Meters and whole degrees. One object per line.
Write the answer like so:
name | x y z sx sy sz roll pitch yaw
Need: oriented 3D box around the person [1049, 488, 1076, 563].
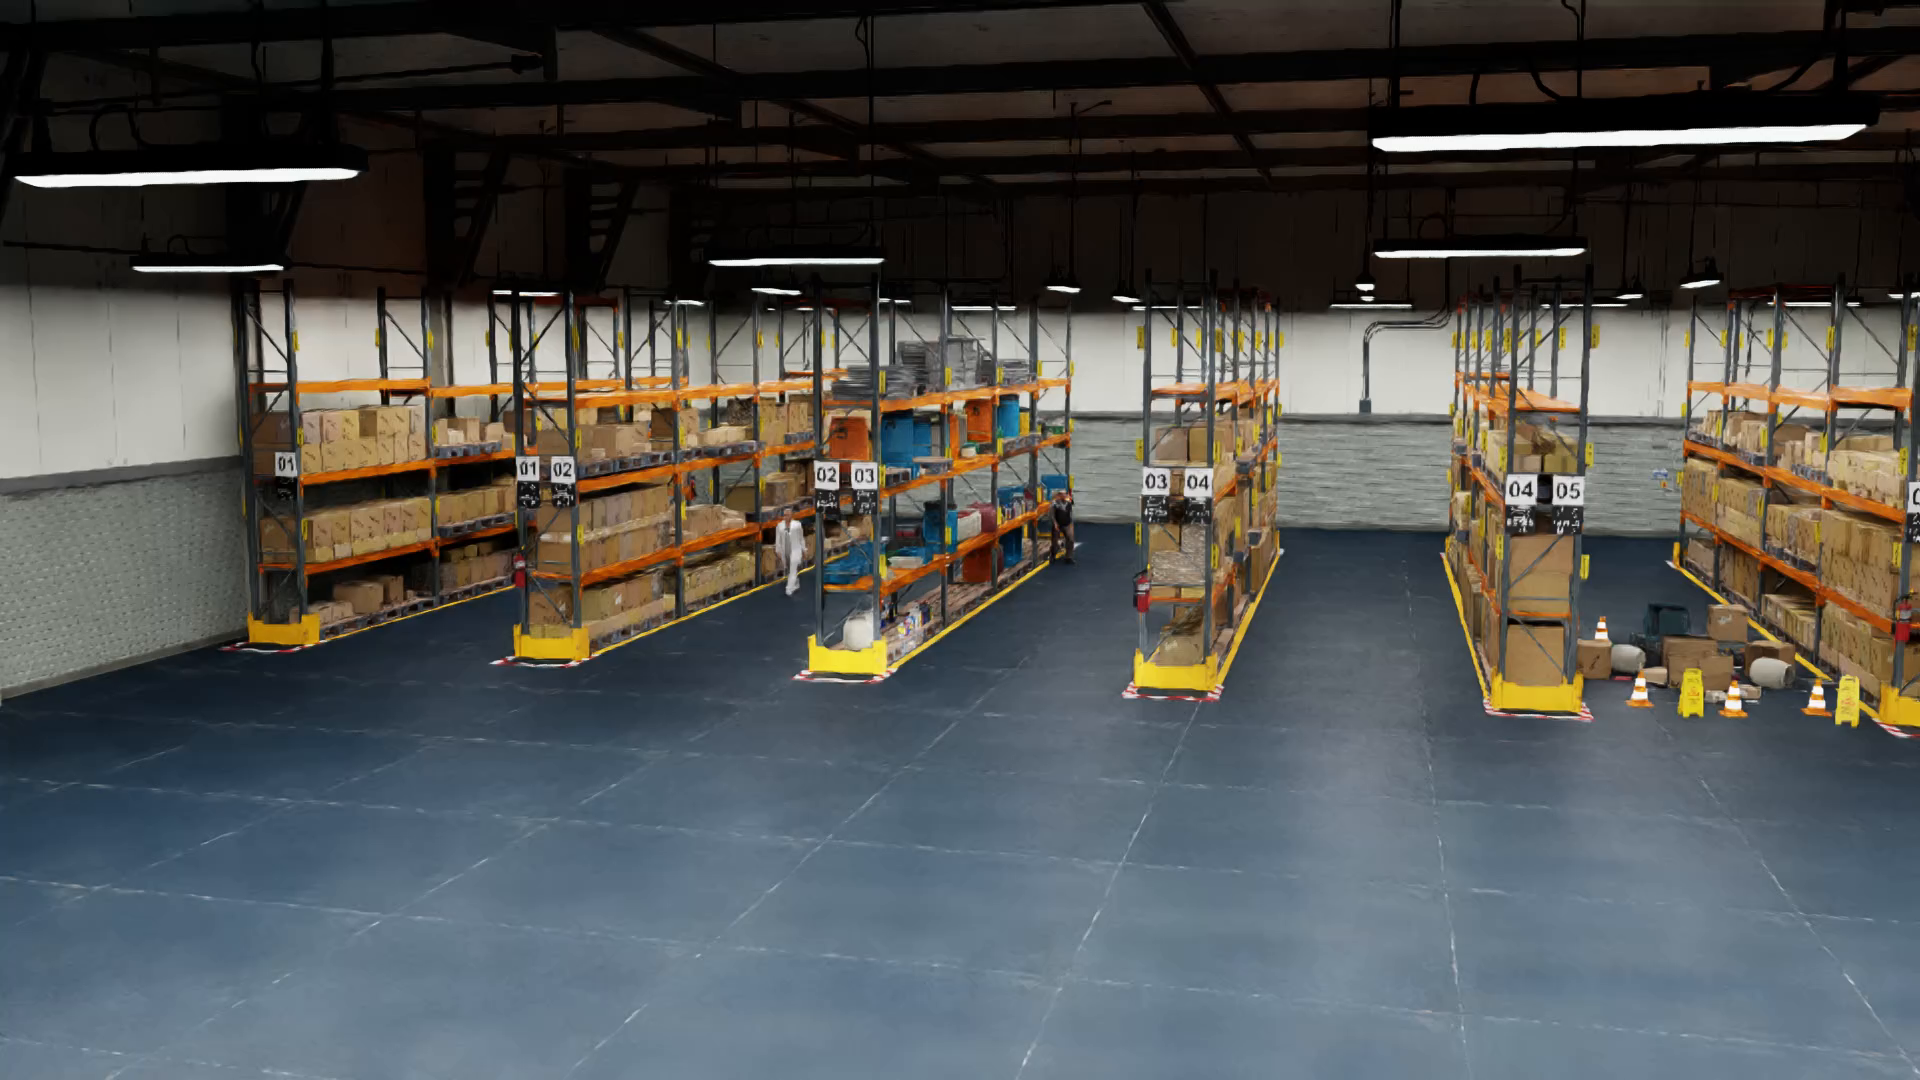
person | 2.287 -0.331 37.489 0.651 1.688 0.632 -3 7 -20

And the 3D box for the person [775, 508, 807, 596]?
person | -3.366 0.270 32.781 0.598 1.588 1.194 2 7 16
